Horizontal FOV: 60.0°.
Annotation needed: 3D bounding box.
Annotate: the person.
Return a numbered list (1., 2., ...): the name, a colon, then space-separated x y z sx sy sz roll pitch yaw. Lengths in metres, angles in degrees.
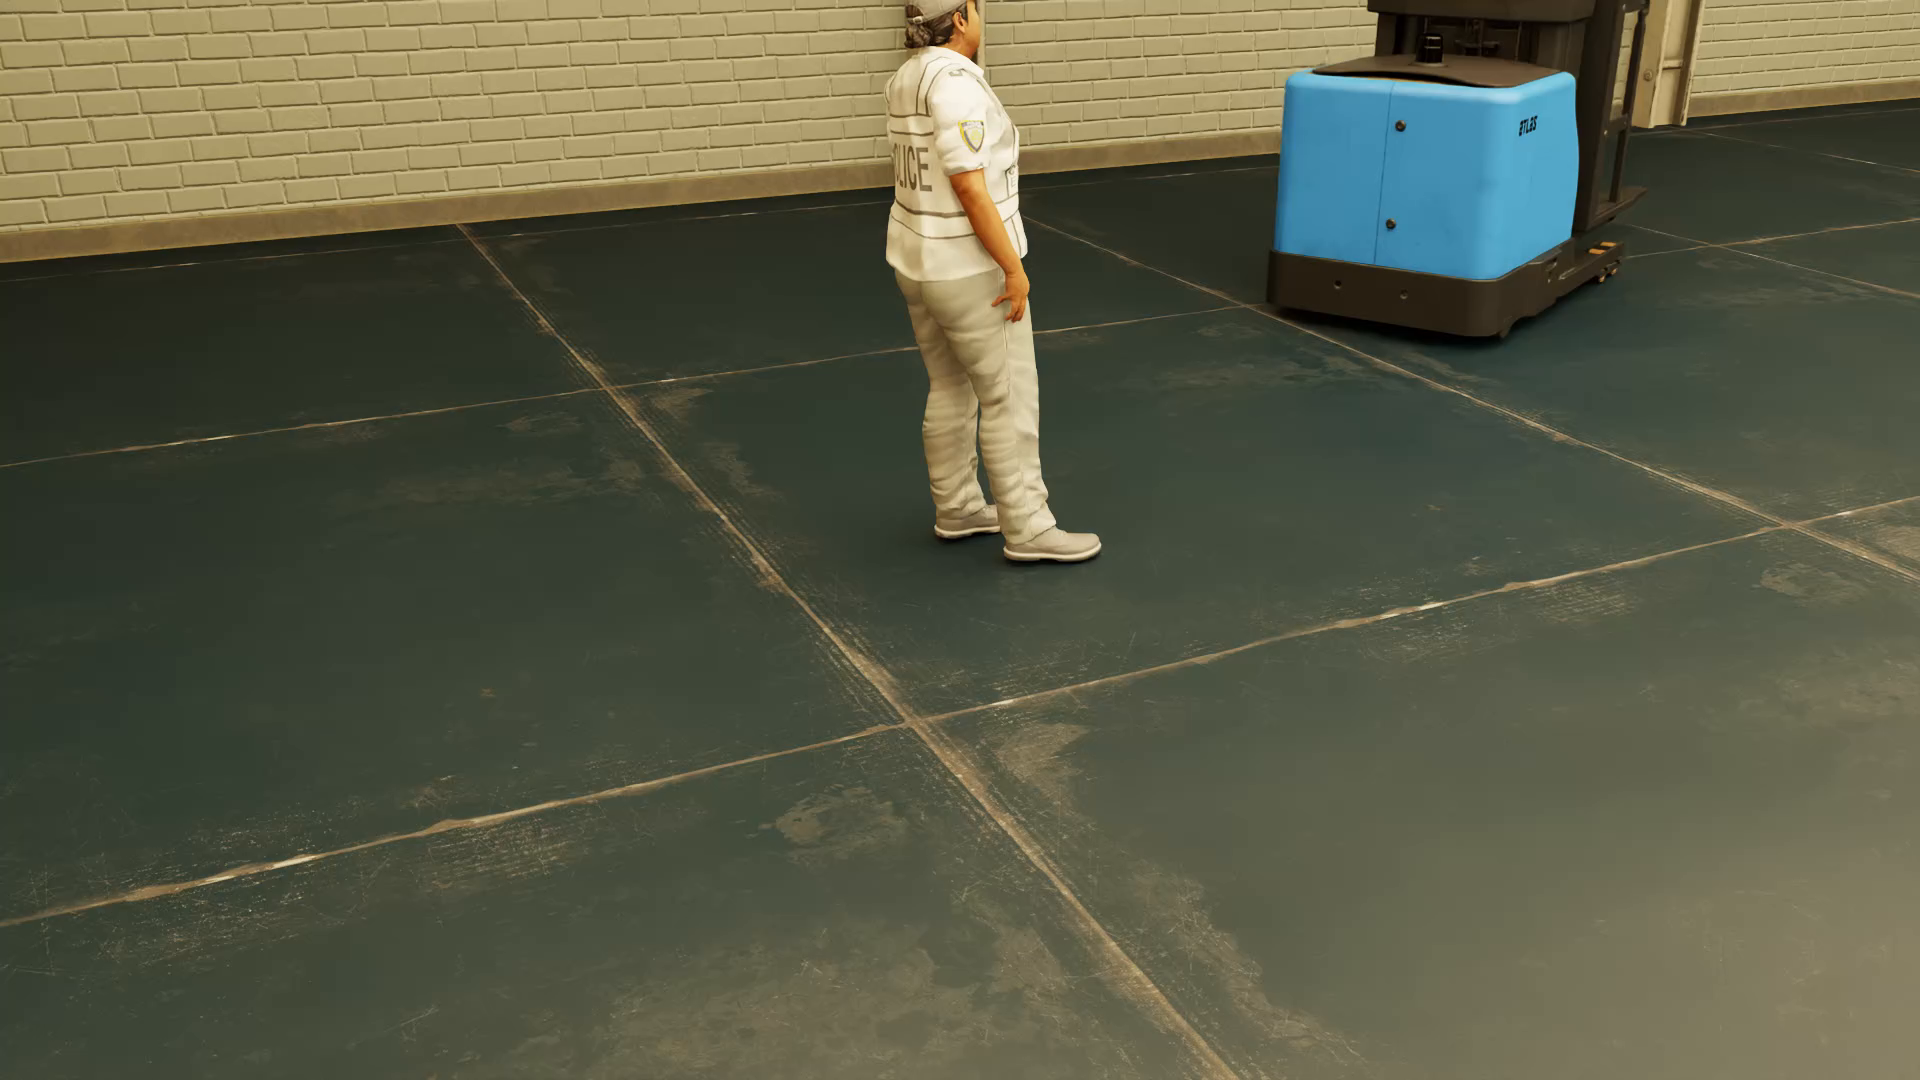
1. person: 0.079 -0.781 4.795 0.529 1.670 0.599 -10 25 -23

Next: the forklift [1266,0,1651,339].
1. forklift: 2.655 -2.708 7.806 1.130 2.935 3.031 16 27 33
